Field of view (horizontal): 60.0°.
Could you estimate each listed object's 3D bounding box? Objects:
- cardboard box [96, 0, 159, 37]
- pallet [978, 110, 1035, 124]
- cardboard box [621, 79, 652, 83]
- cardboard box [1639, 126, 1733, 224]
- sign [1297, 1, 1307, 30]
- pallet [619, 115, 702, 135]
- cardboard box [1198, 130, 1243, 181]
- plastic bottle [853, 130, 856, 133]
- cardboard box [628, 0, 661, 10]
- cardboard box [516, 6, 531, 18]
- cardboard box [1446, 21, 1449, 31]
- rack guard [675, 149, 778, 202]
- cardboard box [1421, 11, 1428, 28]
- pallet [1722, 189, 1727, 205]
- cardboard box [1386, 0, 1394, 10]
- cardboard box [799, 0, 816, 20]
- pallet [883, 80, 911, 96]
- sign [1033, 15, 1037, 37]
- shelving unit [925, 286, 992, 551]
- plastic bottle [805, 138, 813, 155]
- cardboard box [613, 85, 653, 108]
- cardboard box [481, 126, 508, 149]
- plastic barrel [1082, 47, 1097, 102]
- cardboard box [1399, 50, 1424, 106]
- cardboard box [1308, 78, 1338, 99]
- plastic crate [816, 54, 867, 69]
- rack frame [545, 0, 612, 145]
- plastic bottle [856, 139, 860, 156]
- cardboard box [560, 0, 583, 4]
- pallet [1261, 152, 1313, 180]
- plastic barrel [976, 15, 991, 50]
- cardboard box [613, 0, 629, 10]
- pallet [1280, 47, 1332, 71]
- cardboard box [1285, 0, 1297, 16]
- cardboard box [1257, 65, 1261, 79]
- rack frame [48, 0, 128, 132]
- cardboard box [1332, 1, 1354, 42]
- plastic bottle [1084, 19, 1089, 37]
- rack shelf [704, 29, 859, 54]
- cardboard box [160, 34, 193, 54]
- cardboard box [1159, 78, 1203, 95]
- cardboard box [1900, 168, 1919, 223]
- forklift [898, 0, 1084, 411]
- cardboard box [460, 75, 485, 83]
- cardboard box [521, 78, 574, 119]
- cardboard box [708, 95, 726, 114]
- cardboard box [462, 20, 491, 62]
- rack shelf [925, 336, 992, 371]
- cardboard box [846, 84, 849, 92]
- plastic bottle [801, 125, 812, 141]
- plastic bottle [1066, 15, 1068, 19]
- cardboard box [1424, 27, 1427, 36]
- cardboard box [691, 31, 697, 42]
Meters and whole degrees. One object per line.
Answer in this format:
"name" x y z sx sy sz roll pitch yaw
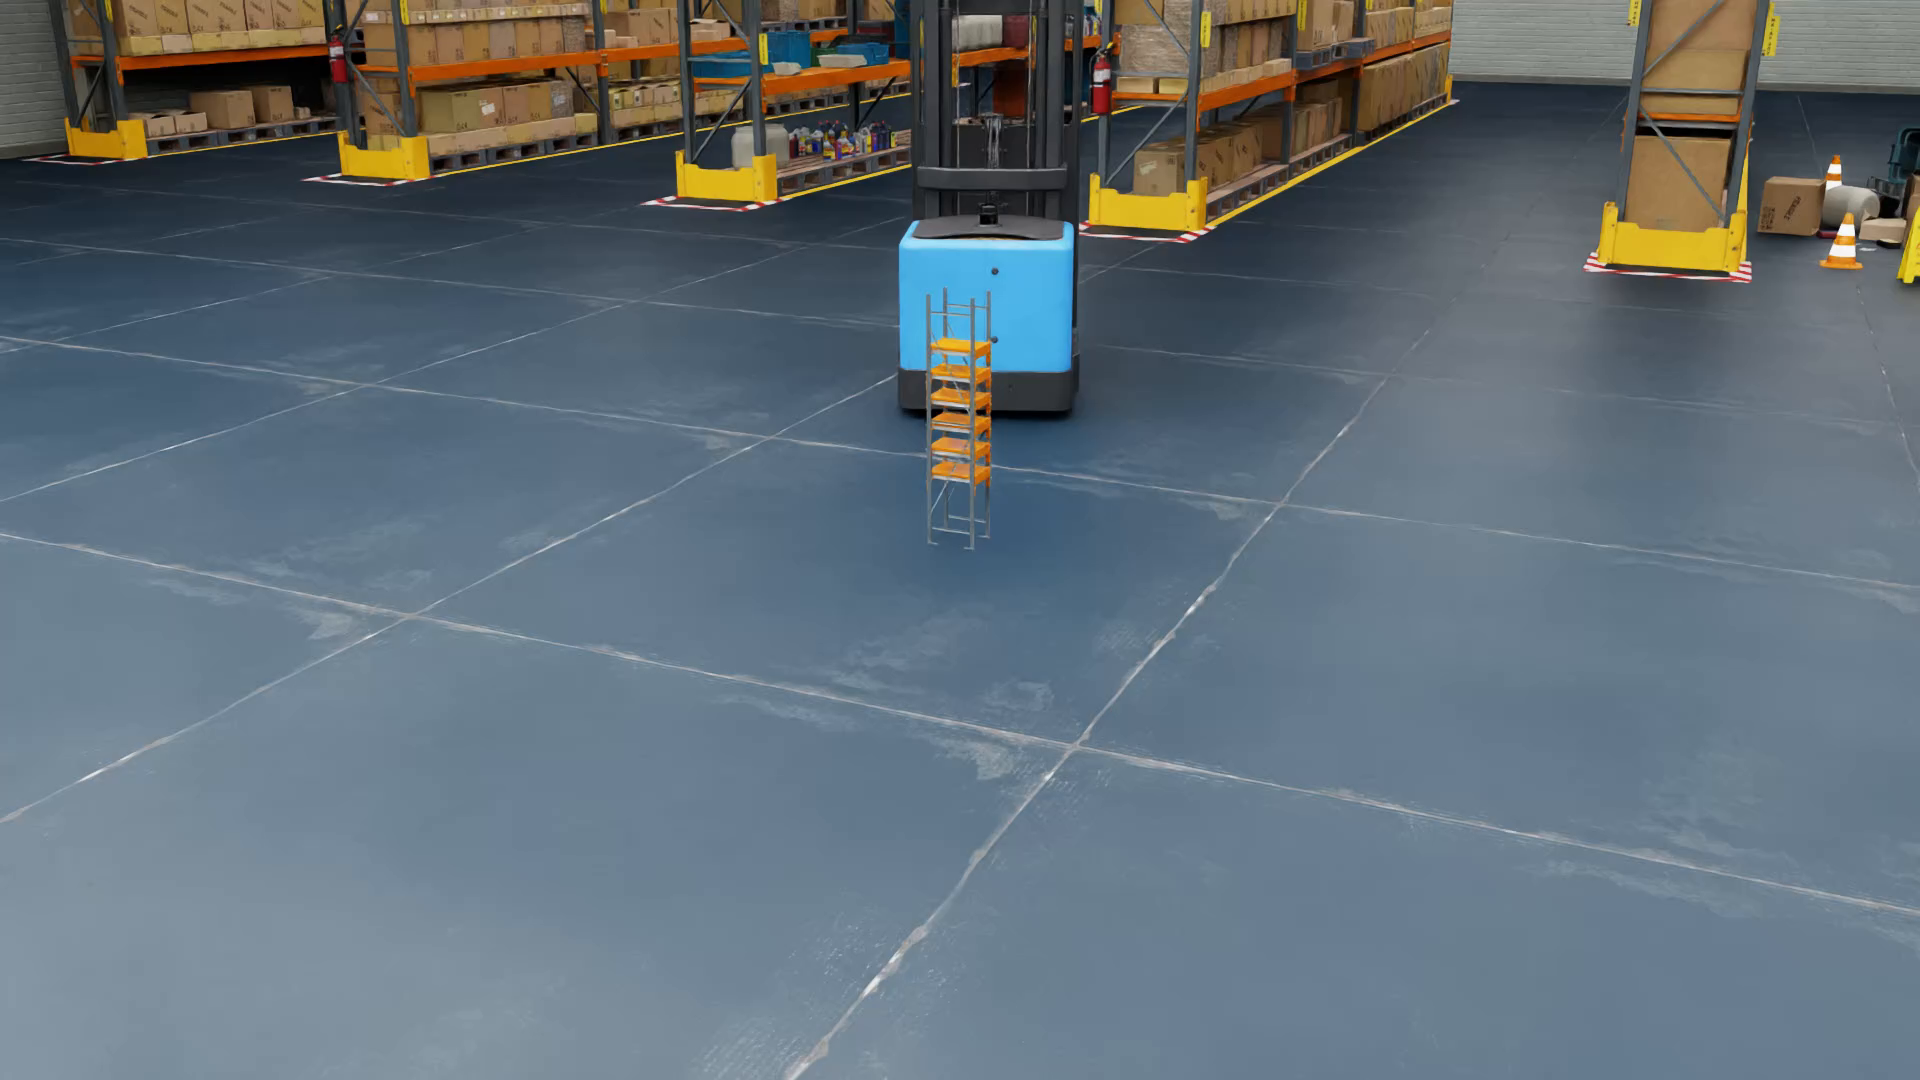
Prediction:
"cardboard box" -11.208 -7.047 22.381 0.500 0.500 0.500 9 21 23
"pallet" 0.921 -6.669 26.406 1.003 0.211 1.213 9 21 23
"cardboard box" -4.992 -6.989 25.784 0.500 0.311 0.500 8 21 22
"cardboard box" 6.939 -3.582 16.108 0.875 0.875 0.875 8 21 22
"sign" 4.015 -6.169 19.548 0.100 0.325 0.005 9 21 23
"pallet" -4.755 -6.485 25.889 1.003 0.211 1.213 9 21 23
"cardboard box" 2.907 -4.360 18.857 0.500 0.500 0.500 7 21 18
"plastic bottle" -1.317 -5.053 21.098 0.061 0.283 0.133 9 21 23
"cardboard box" -6.527 -10.623 32.915 0.980 0.700 0.700 9 21 24
"cardboard box" -5.956 -7.046 22.188 0.380 0.149 0.250 9 22 24
"cardboard box" 8.481 -9.150 29.595 0.380 0.149 0.250 9 21 23
"rack guard" -2.651 -4.142 18.871 1.175 0.500 0.348 9 21 23
"cardboard box" 7.433 -8.608 27.476 0.500 0.250 0.500 8 21 22
"pallet" 7.618 -3.587 17.739 1.003 0.211 1.213 9 21 23
"cardboard box" 6.247 -8.394 25.450 0.797 0.503 0.637 9 21 23
"cardboard box" -2.910 -9.336 28.968 0.700 0.500 0.500 3 20 9
"pallet" -1.463 -8.910 32.707 1.003 0.211 1.213 9 21 23
"sign" 1.141 -7.740 25.011 0.100 0.325 0.005 9 21 23
"shelving unit" -0.006 -0.561 7.755 0.258 1.200 0.189 9 21 23
"plastic bottle" -1.910 -4.965 20.972 0.097 0.201 0.097 0 20 0
"cardboard box" -4.913 -6.605 24.705 0.500 0.311 0.500 8 21 22
"cardboard box" -6.328 -5.313 21.909 0.500 0.250 0.500 9 21 23
"plastic barrel" 2.036 -8.004 28.503 0.600 0.901 0.708 9 21 23
"cardboard box" 7.136 -7.667 27.594 0.875 0.875 0.875 9 21 23
"cardboard box" 4.908 -6.230 22.966 0.500 0.250 0.500 10 22 25
"plastic crate" -1.435 -5.858 20.357 0.530 0.136 0.437 9 21 23
"rack frame" -5.519 -7.194 23.721 1.000 3.000 0.127 9 21 23
"plastic bottle" -1.307 -4.919 20.844 0.097 0.201 0.097 0 20 0
"cardboard box" -5.695 -7.716 23.103 0.700 0.500 0.500 9 21 23
"pallet" 3.835 -4.758 21.033 1.003 0.211 1.213 9 21 23
"plastic barrel" 0.238 -7.316 23.897 0.421 0.512 0.421 0 20 0
"cardboard box" -6.723 -10.339 31.942 0.500 0.500 0.500 8 21 22
"pallet" 3.963 -5.957 20.529 1.003 0.211 1.213 9 21 23
"cardboard box" 3.584 -6.317 19.169 0.500 0.500 0.500 9 21 23
"cardboard box" 3.140 -5.234 18.584 0.380 0.149 0.250 9 21 23
"rack frame" -11.678 -6.650 22.191 1.000 3.000 0.127 9 21 23
"cardboard box" 4.833 -6.946 22.249 0.700 0.500 0.500 12 23 31
"plastic bottle" 2.052 -8.470 27.493 0.152 0.276 0.135 9 21 23
"rack shelf" -3.062 -8.689 28.999 1.077 0.370 4.000 9 21 23
"cardboard box" -10.989 -6.855 22.961 0.500 0.250 0.500 8 21 21
"cardboard box" 2.213 -4.547 16.652 0.380 0.149 0.250 9 21 23
"cardboard box" 9.705 -3.310 16.323 0.797 0.637 0.503 9 21 23
"forklift" 0.248 -2.595 10.890 1.130 2.935 3.031 1 20 4
"cardboard box" -8.649 -7.898 28.773 0.700 0.500 0.500 9 21 23
"cardboard box" -5.725 -6.127 23.077 0.500 0.500 0.500 9 21 23
"cardboard box" -4.082 -6.967 26.559 0.500 0.250 0.500 8 21 22
"cardboard box" -6.535 -6.472 21.540 0.700 0.500 0.500 9 21 23
"rack shelf" -0.006 -0.858 7.650 0.258 0.103 0.180 9 21 23
"cardboard box" -2.184 -8.479 30.408 0.500 0.500 0.500 8 21 22
"plastic bottle" -1.962 -5.095 21.115 0.144 0.351 0.185 8 21 22
"plastic bottle" 1.818 -8.860 28.479 0.144 0.351 0.185 9 21 23
"cardboard box" 7.539 -8.447 27.619 0.380 0.149 0.250 8 21 21
"cardboard box" -4.352 -7.901 26.083 0.380 0.149 0.250 10 22 27
